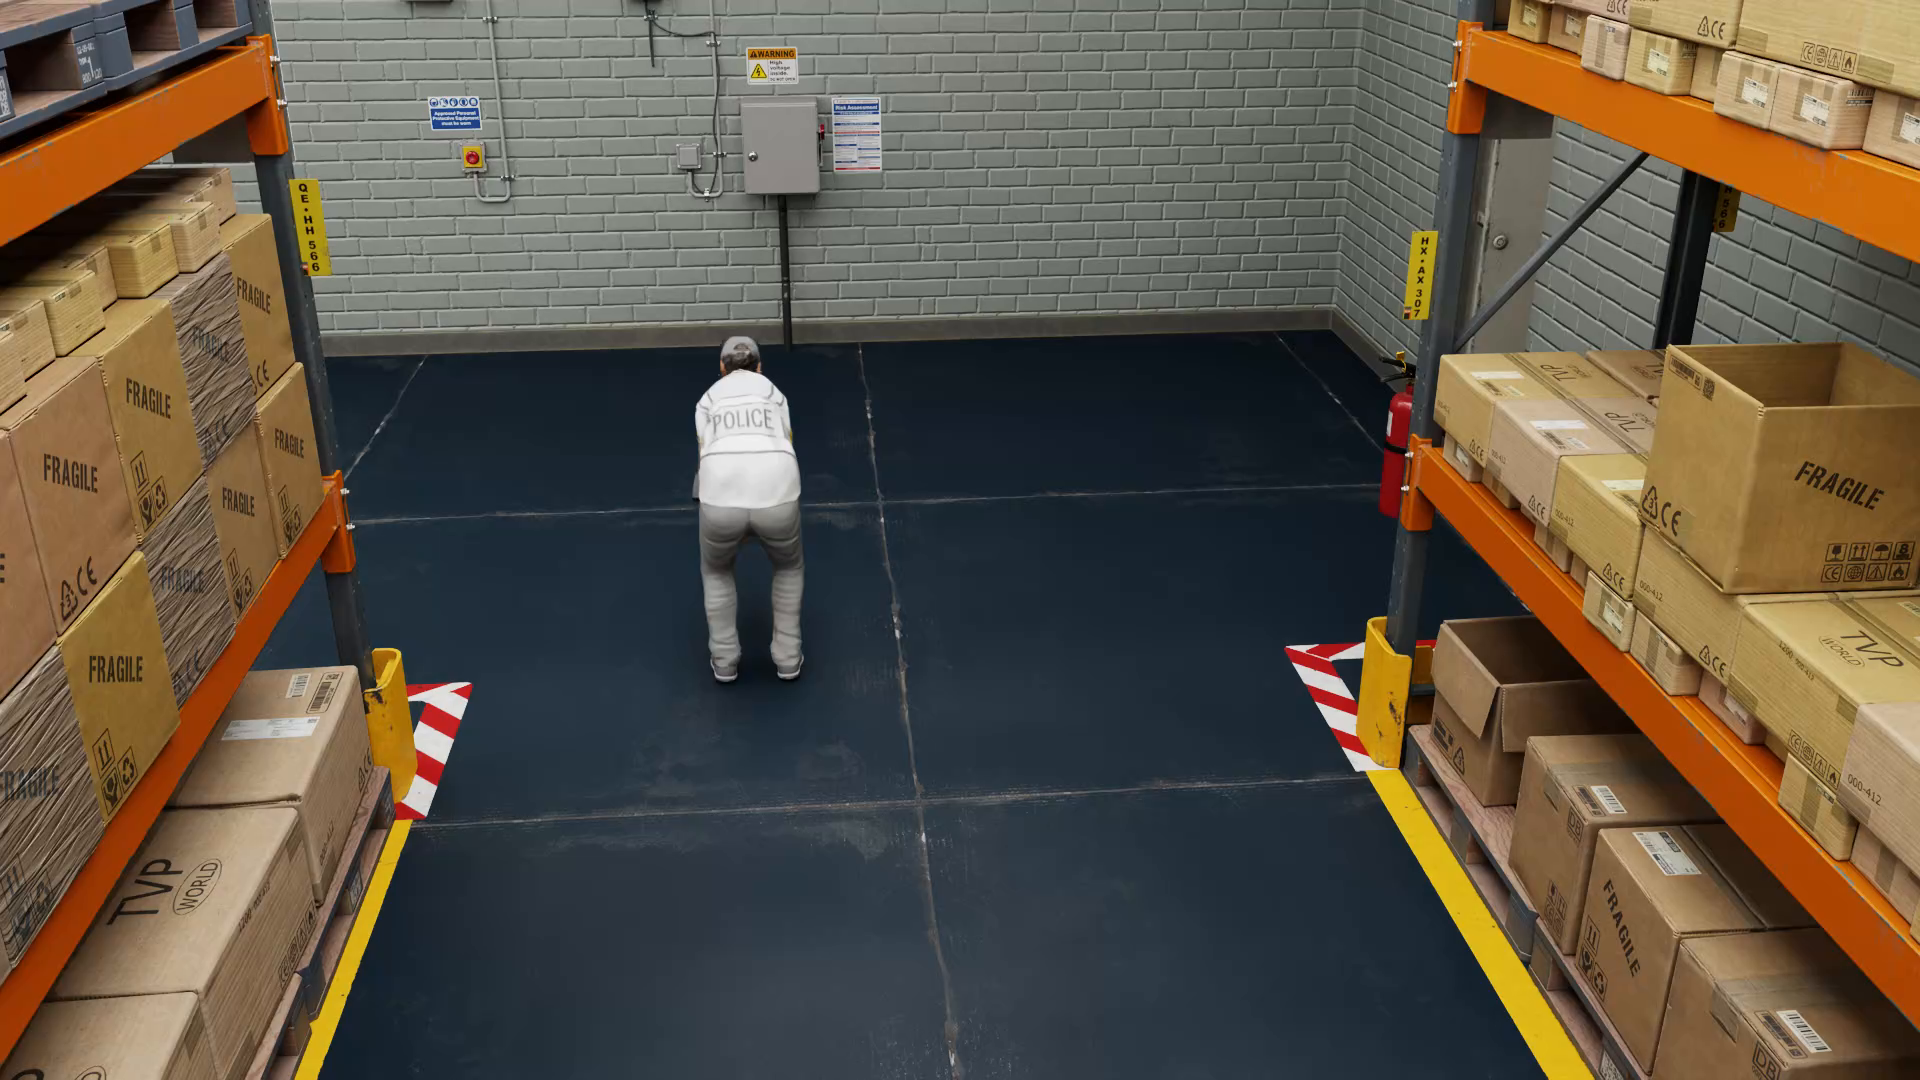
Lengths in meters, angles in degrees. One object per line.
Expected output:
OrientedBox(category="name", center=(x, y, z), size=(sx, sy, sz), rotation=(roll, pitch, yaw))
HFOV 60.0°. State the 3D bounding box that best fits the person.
OrientedBox(category="person", center=(-0.919, -0.132, 7.248), size=(0.457, 1.390, 0.848), rotation=(-3, 24, -6))
